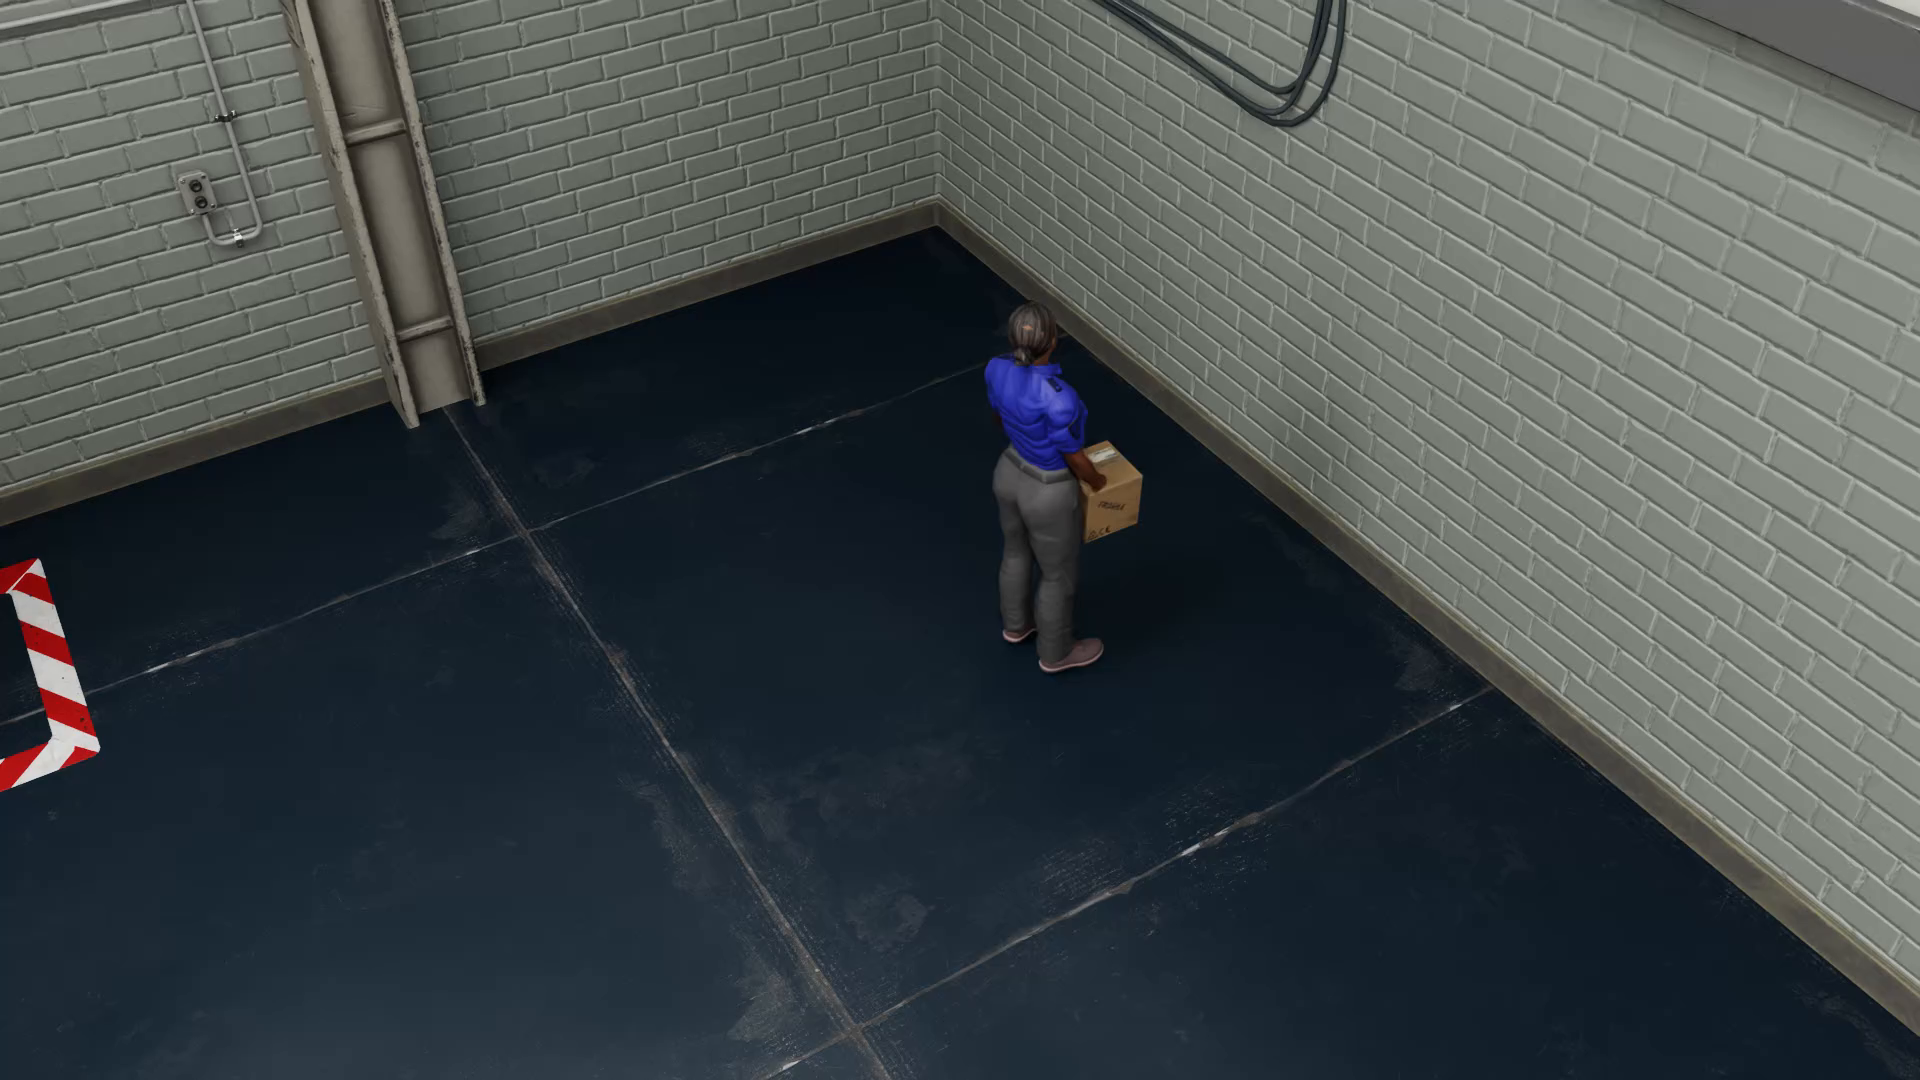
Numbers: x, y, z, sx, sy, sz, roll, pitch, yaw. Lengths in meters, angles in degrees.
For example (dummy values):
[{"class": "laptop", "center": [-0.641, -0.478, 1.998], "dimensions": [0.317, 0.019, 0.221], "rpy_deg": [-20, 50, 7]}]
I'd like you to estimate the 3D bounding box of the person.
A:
[{"class": "person", "center": [0.337, -0.211, 6.393], "dimensions": [0.396, 1.662, 0.493], "rpy_deg": [-29, 49, -29]}]
